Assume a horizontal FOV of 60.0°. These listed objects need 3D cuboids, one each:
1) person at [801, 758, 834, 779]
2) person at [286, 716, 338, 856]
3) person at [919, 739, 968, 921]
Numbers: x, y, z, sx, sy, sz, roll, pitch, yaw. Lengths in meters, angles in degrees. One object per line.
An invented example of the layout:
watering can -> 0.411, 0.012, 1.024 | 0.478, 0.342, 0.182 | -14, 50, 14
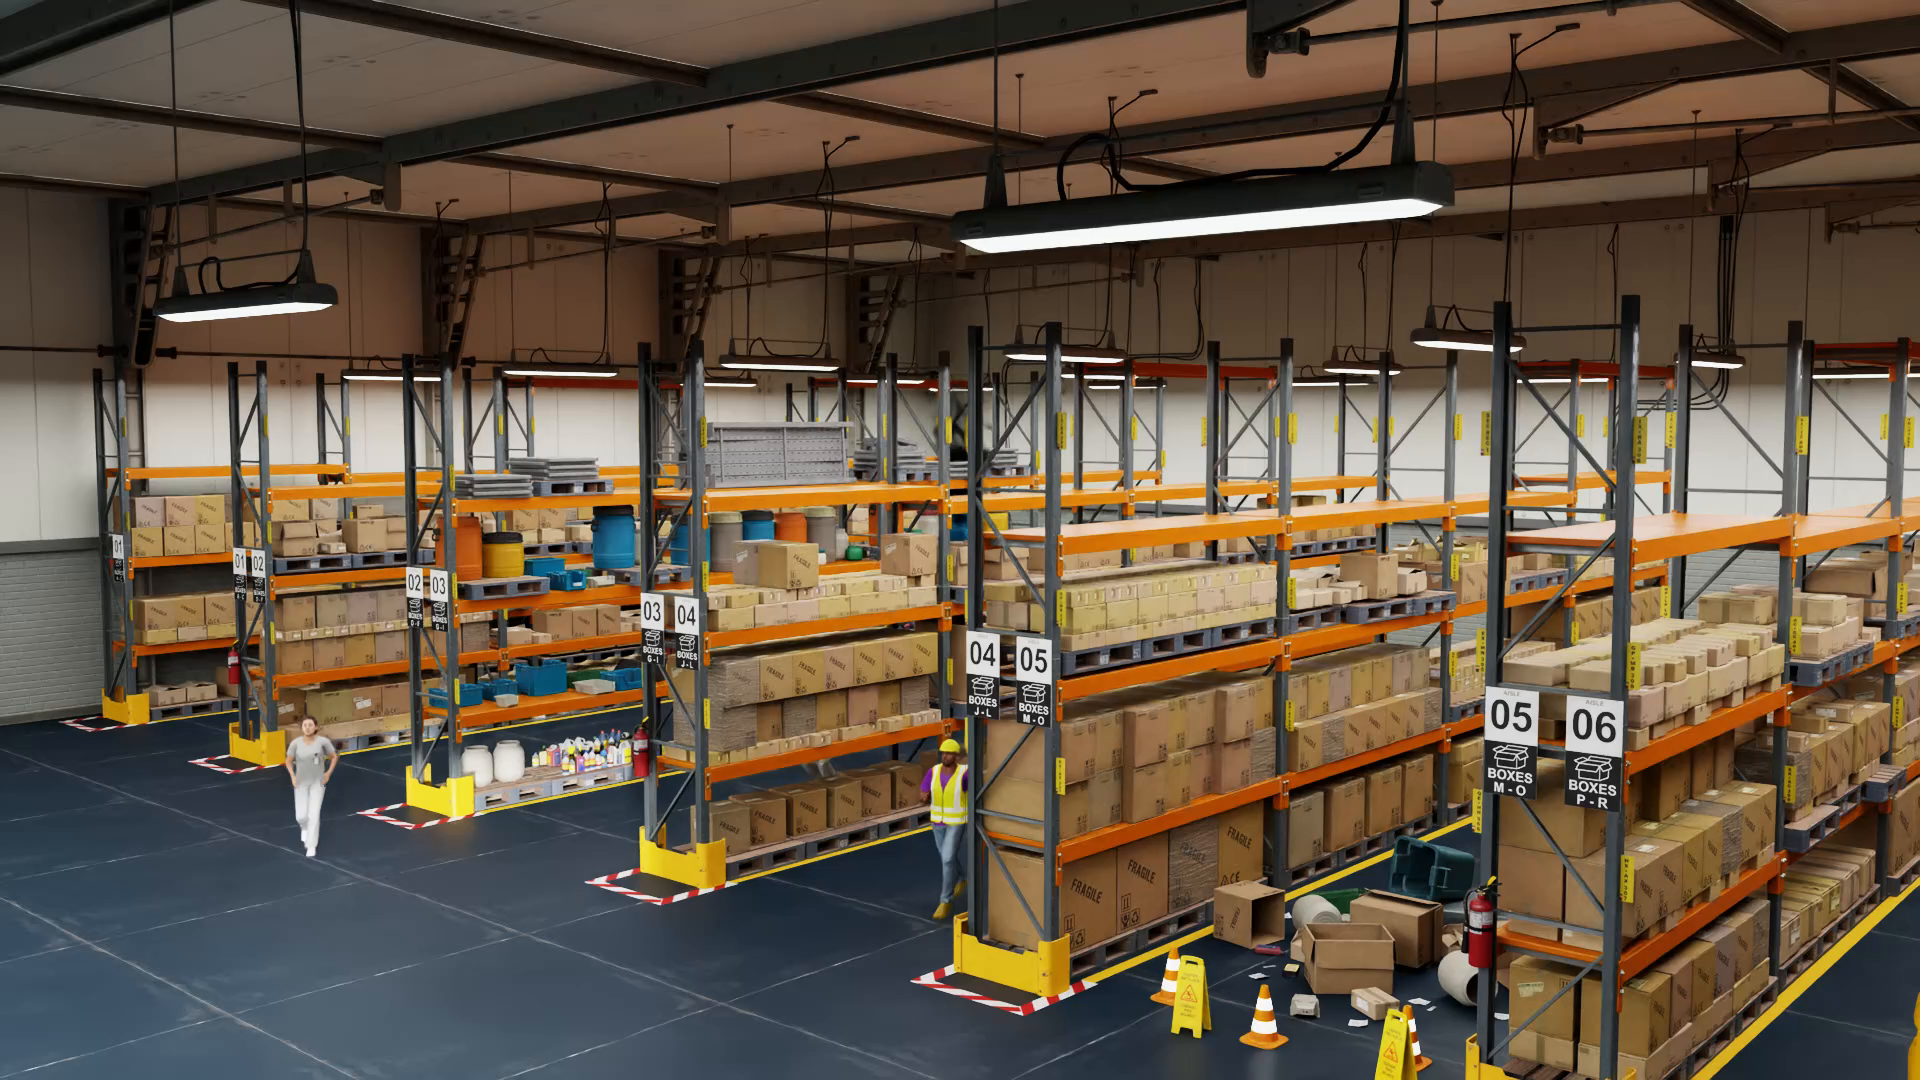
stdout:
person -> -1.907, 2.637, 22.437 | 0.694, 1.744, 0.642 | 3, 5, 37
person -> -7.717, 2.895, 19.823 | 0.586, 1.646, 0.616 | -1, 4, -15
person -> -0.107, 2.982, 17.440 | 0.683, 1.802, 0.883 | 3, 5, 31
